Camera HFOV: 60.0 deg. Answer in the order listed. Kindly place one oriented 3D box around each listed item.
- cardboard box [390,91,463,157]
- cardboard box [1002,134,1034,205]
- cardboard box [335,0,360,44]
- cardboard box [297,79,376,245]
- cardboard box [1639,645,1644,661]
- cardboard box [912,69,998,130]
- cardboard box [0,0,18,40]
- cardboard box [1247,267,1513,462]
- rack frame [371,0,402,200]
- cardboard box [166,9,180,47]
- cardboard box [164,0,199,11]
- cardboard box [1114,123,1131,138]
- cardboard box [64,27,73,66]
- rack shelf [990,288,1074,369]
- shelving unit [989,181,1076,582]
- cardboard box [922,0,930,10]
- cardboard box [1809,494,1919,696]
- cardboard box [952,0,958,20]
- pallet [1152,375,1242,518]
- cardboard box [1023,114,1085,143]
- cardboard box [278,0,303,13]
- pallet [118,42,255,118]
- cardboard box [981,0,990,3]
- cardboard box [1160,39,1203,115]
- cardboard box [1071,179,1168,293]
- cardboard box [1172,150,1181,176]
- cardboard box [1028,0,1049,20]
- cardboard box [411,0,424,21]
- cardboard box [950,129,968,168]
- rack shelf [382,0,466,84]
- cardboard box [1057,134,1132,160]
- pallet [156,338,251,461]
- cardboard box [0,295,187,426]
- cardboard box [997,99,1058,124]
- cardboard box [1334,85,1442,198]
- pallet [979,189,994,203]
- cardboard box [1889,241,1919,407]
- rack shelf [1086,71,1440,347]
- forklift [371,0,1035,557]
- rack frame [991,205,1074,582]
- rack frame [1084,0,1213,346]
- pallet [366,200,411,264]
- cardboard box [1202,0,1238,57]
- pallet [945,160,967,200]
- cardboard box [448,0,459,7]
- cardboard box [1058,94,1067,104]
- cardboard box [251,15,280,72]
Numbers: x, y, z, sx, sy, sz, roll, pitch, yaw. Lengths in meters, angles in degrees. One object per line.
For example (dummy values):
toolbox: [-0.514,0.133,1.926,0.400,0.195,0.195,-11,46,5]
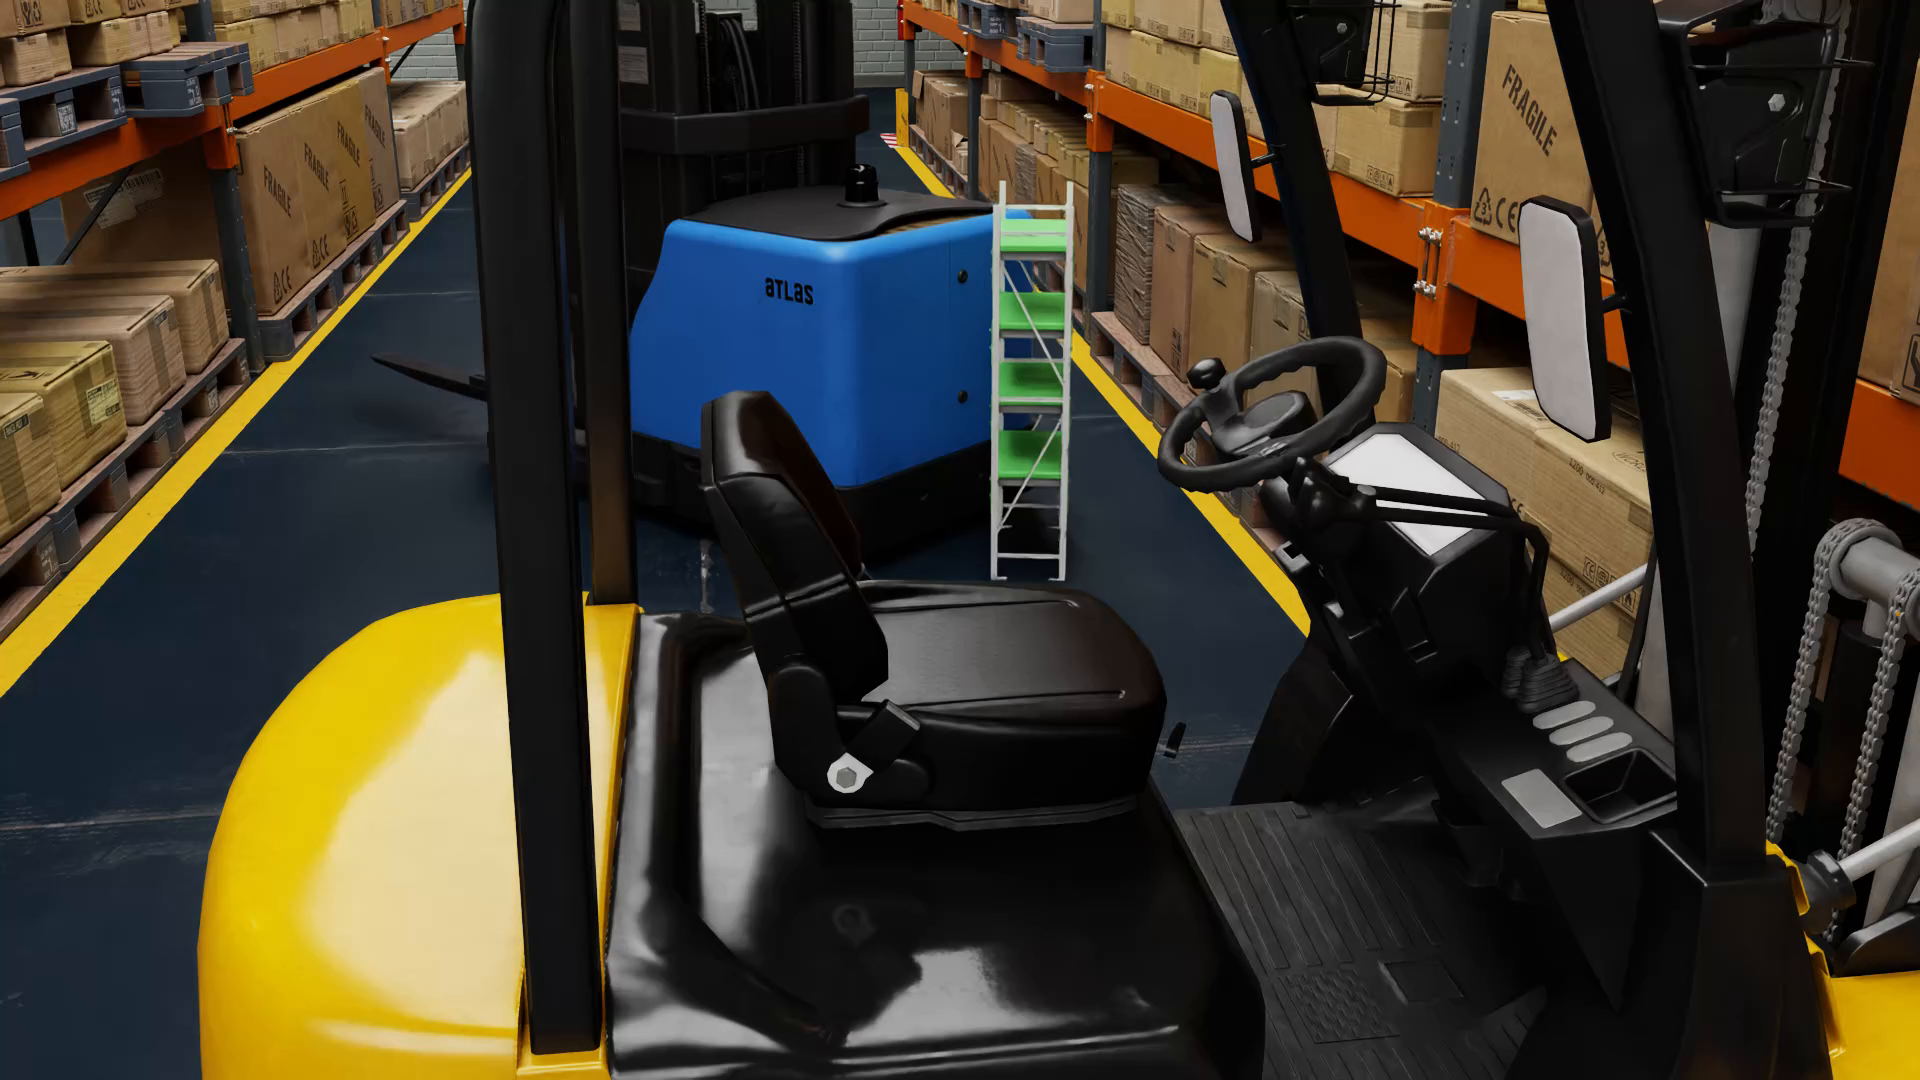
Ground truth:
cardboard box: [-4.596,-3.396,13.583,0.875,0.438,0.875,-2,21,-6]
cardboard box: [0.558,-2.296,10.549,0.500,0.500,0.500,-4,21,-9]
cardboard box: [-3.968,-3.165,10.118,0.500,0.250,0.500,-3,21,-9]
cardboard box: [-4.048,-2.233,9.844,0.875,0.875,0.875,-2,21,-6]
cardboard box: [1.610,0.353,3.099,0.500,0.250,0.500,-3,21,-8]
cardboard box: [-0.025,-4.002,15.111,0.797,0.503,0.637,-4,21,-10]
cardboard box: [-3.115,-1.690,4.785,0.500,0.500,0.500,-3,21,-8]
cardboard box: [1.520,-0.570,5.748,0.875,0.625,0.625,-3,21,-8]
rack frame: [-4.354,-3.554,10.946,1.000,3.000,0.127,-3,21,-8]
cardboard box: [-3.387,-2.058,6.697,0.380,0.149,0.250,-3,21,-7]
cardboard box: [-3.437,-2.409,6.711,0.500,0.500,0.500,-4,21,-9]
cardboard box: [1.128,-2.392,9.879,0.380,0.149,0.250,-3,21,-7]
cardboard box: [-3.313,-1.697,5.732,0.380,0.149,0.250,-3,21,-7]
rack shelf: [0.234,-0.683,5.327,0.258,0.148,0.480,1,21,3]
shelving unit: [0.234,-0.518,5.389,0.258,1.200,0.503,1,21,3]
cardboard box: [-0.107,-4.497,13.829,0.380,0.149,0.250,-4,21,-9]
cardboard box: [1.616,0.119,3.010,0.500,0.250,0.500,-2,21,-6]
cardboard box: [0.141,-3.964,12.401,0.380,0.149,0.250,-2,21,-6]
pallet: [1.386,-0.406,6.503,1.003,0.211,1.213,-3,21,-8]
cardboard box: [0.596,-2.549,10.300,0.380,0.149,0.250,-2,21,-6]
cardboard box: [-3.739,-2.874,8.623,0.500,0.250,0.500,-3,21,-8]
pallet: [-3.569,-1.838,6.625,1.213,0.211,1.003,-3,21,-8]
cardboard box: [0.480,-3.692,10.570,0.700,0.500,0.500,-3,21,-7]
cardboard box: [1.105,-1.833,6.550,0.500,0.250,0.500,-4,21,-10]
cardboard box: [0.860,-1.583,8.638,0.500,0.500,0.500,-2,21,-6]
cardboard box: [1.355,-2.040,8.937,0.380,0.149,0.250,-2,21,-6]
cardboard box: [0.661,-2.897,8.799,0.500,0.250,0.500,-4,21,-10]
cardboard box: [-4.297,-4.124,12.328,0.500,0.500,0.500,-3,21,-7]
cardboard box: [0.135,-3.024,12.832,0.396,0.266,0.258,-2,21,-6]
rack shelf: [-4.643,-3.910,12.926,1.077,0.370,4.000,-3,21,-8]
cardboard box: [0.754,-2.189,9.335,0.380,0.149,0.250,-2,21,-6]
pallet: [-3.666,-0.593,7.001,1.003,0.211,1.213,-3,21,-8]
cardboard box: [-3.592,-0.684,6.416,0.950,0.372,0.625,-3,21,-9]
cardboard box: [0.462,-2.906,11.255,0.380,0.149,0.250,-3,21,-9]
cardboard box: [1.379,-1.127,4.662,0.500,0.250,0.500,-2,21,-7]
pallet: [0.712,-2.220,11.359,1.003,0.211,1.213,-3,21,-8]
cardboard box: [1.733,-0.386,2.321,0.500,0.500,0.500,-3,21,-7]
rack shelf: [1.422,-1.392,6.183,1.077,0.370,4.000,-3,21,-8]
forklift: [-1.183,-1.709,6.104,3.031,2.935,1.130,16,26,37]
rack frame: [0.220,-0.433,5.161,0.240,1.200,0.015,1,21,3]
rack frame: [1.134,-2.421,7.912,1.000,3.000,0.127,-3,21,-8]
pallet: [-4.168,-1.985,10.729,1.003,0.211,1.213,-3,21,-8]
cardboard box: [1.183,-1.888,5.984,0.500,0.250,0.500,-3,21,-7]
pallet: [0.459,-2.738,12.744,1.003,0.211,1.213,-3,21,-8]
cardboard box: [-4.599,-4.833,14.225,0.500,0.500,0.500,-3,21,-7]
cardboard box: [0.895,-3.023,11.568,0.380,0.149,0.250,-4,21,-10]
cardboard box: [-3.691,-2.458,8.225,0.500,0.250,0.500,-4,21,-9]
